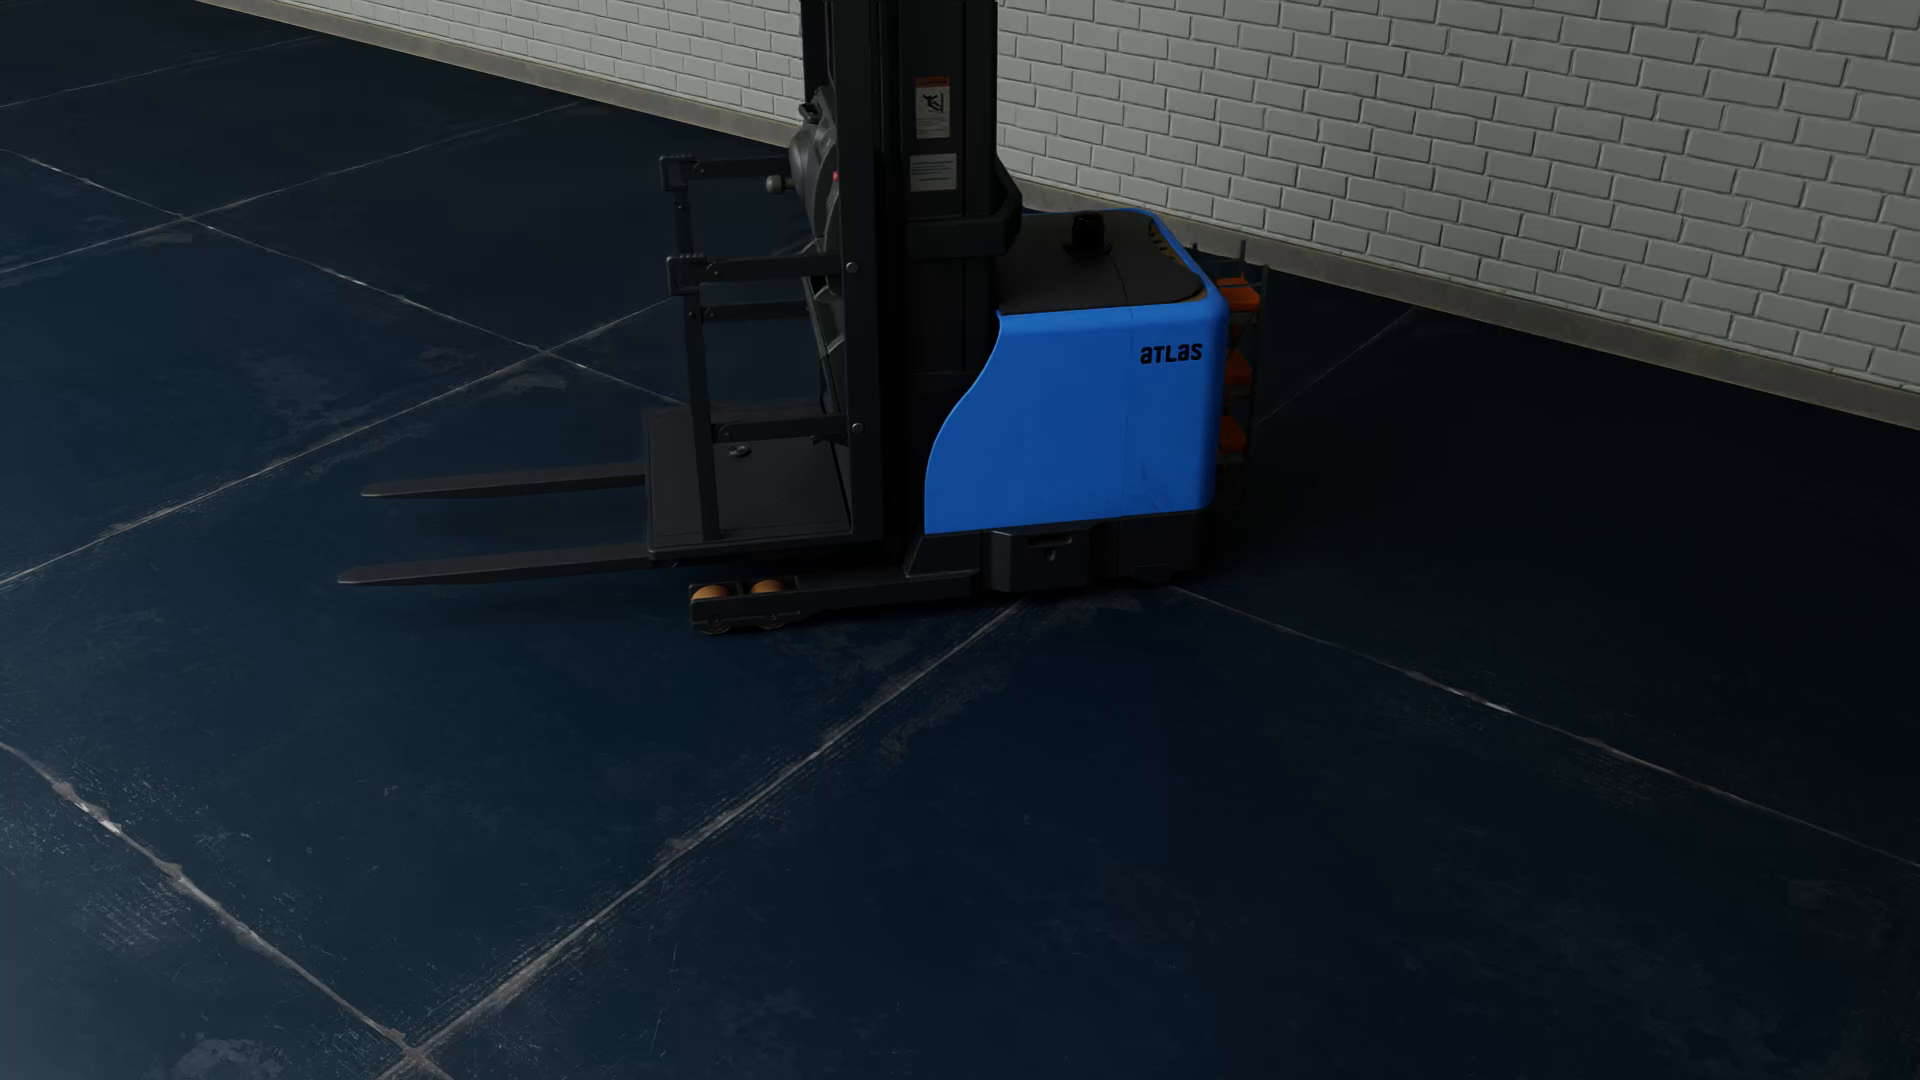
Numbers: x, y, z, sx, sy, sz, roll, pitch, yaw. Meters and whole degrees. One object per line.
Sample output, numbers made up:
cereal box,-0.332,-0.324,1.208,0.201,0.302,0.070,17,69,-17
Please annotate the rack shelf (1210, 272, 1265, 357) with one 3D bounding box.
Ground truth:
rack shelf,0.959,-0.800,6.035,0.215,0.259,0.240,-5,31,-9

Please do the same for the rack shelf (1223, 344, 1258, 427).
rack shelf,0.959,-0.556,6.179,0.215,0.259,0.240,-5,31,-9

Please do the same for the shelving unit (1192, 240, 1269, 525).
shelving unit,0.959,-0.565,6.174,0.215,1.050,0.252,-5,31,-9

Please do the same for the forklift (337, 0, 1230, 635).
forklift,-0.654,-1.229,5.448,3.031,2.935,1.130,-5,31,-9

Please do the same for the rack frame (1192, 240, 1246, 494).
rack frame,0.938,-0.627,6.277,0.200,1.050,0.008,-5,31,-9

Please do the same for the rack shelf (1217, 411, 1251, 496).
rack shelf,0.959,-0.317,6.321,0.215,0.259,0.240,-5,31,-9

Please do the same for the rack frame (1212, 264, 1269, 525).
rack frame,0.980,-0.504,6.071,0.200,1.050,0.008,-5,31,-9
